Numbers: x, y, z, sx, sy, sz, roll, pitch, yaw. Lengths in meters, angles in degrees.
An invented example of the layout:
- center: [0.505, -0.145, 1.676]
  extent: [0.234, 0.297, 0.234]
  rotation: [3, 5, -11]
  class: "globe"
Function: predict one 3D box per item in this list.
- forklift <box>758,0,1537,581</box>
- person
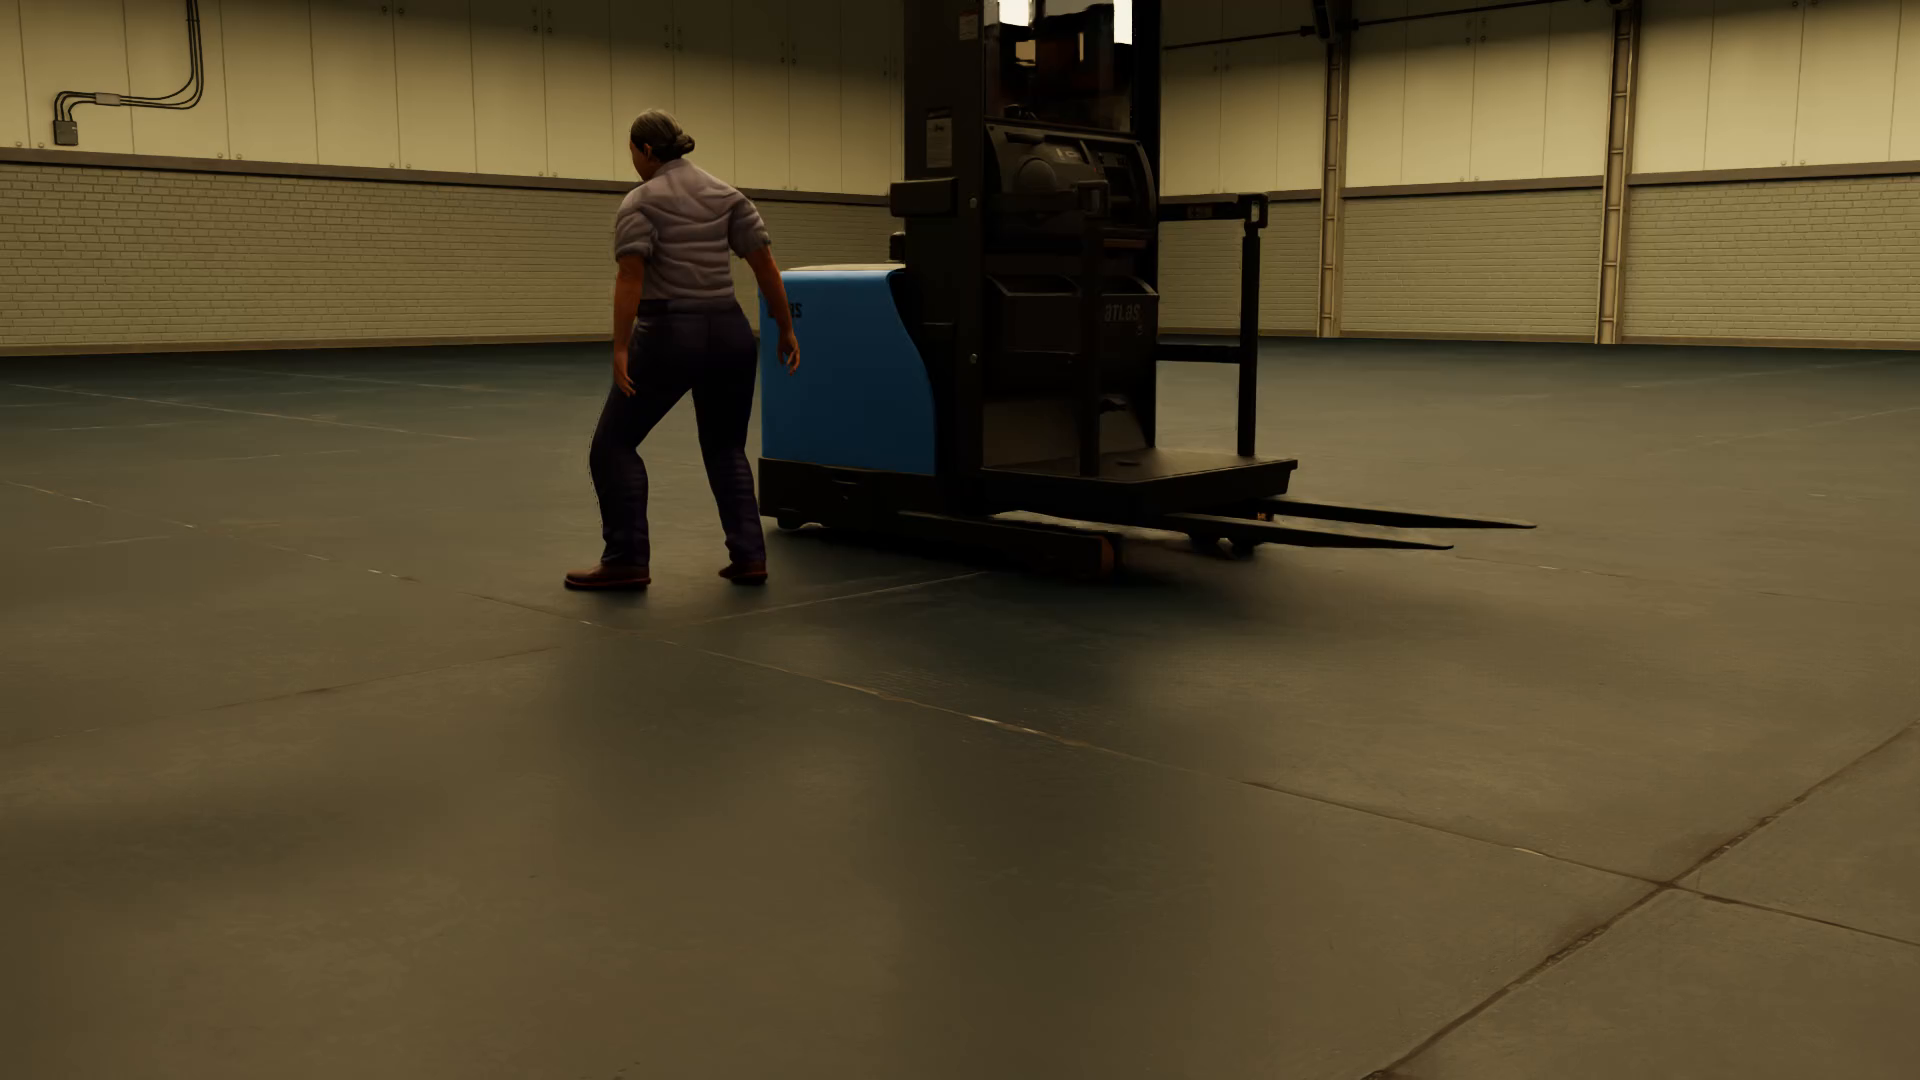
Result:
- center: [0.584, -1.394, 6.130]
  extent: [3.031, 2.935, 1.130]
  rotation: [8, 12, 42]
  class: "forklift"
- center: [-0.934, -0.635, 5.657]
  extent: [0.820, 1.616, 0.402]
  rotation: [-6, 10, -34]
  class: "person"
